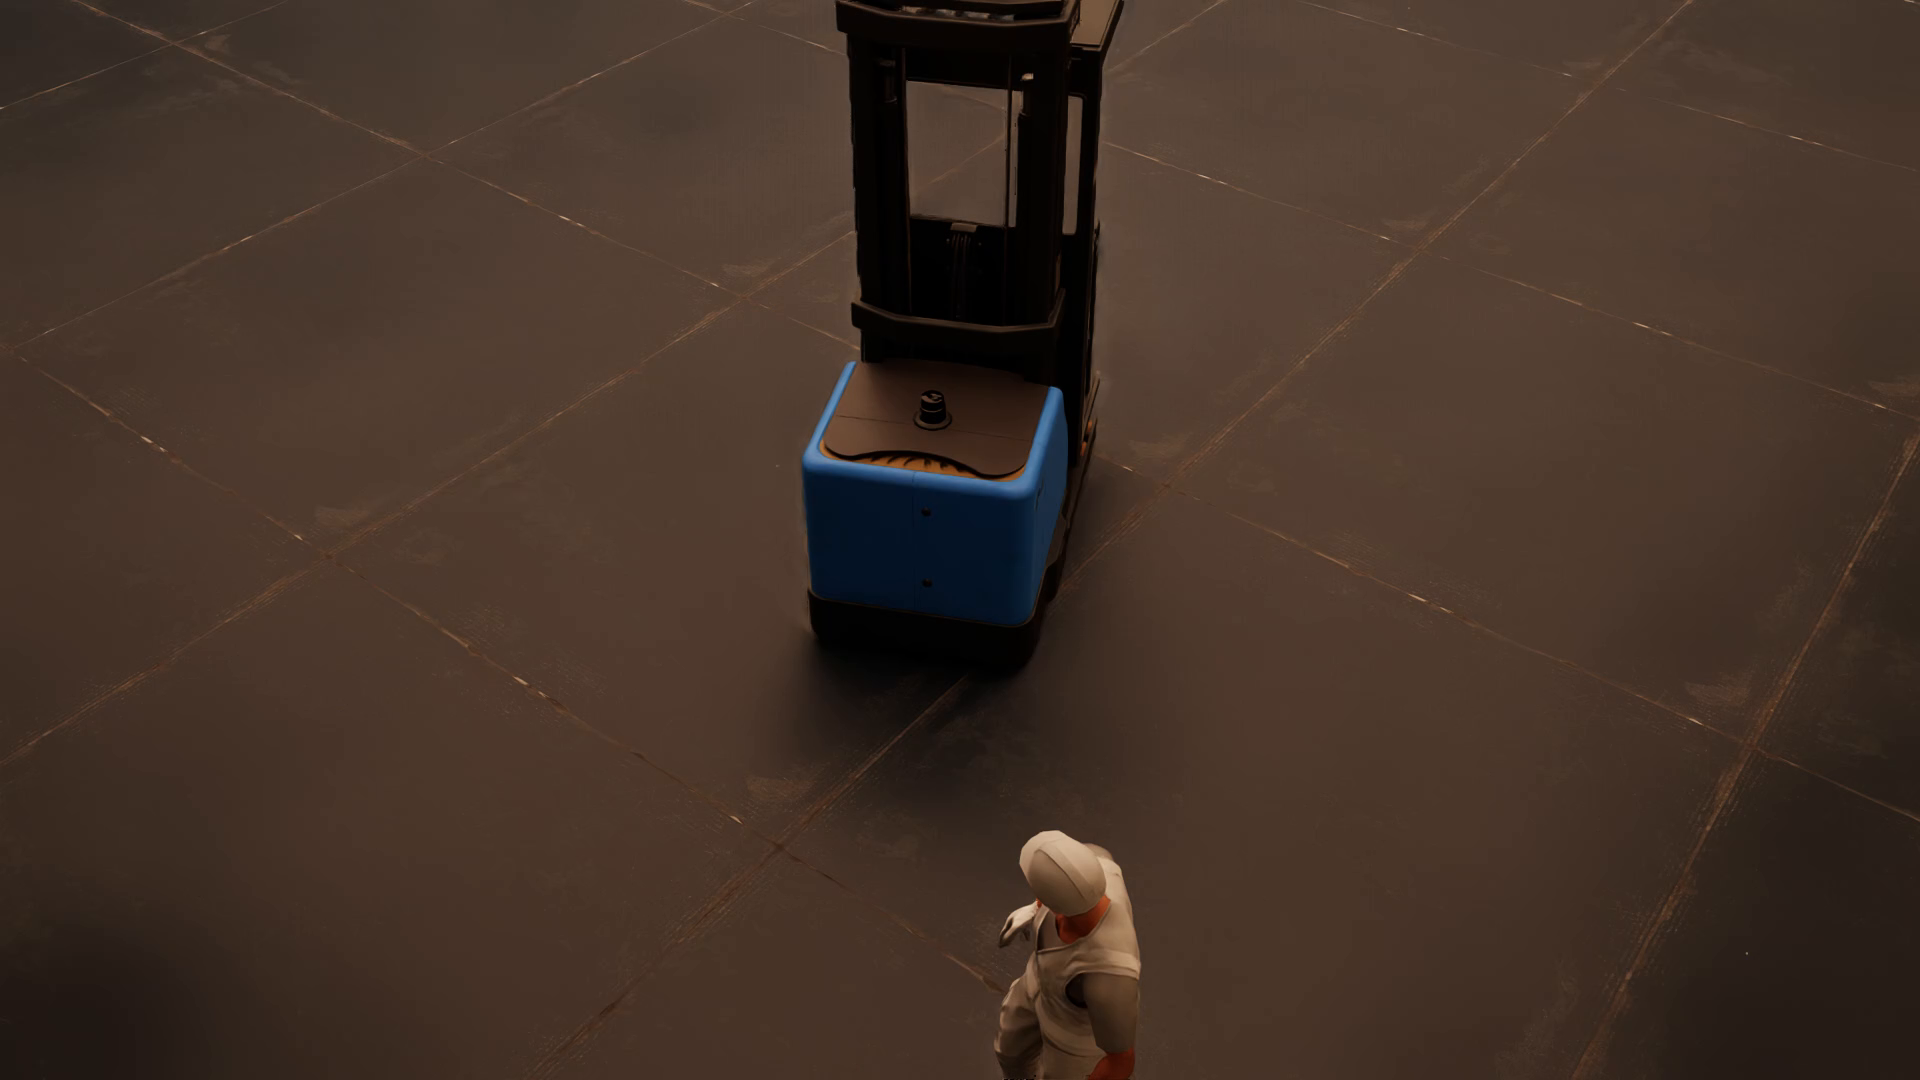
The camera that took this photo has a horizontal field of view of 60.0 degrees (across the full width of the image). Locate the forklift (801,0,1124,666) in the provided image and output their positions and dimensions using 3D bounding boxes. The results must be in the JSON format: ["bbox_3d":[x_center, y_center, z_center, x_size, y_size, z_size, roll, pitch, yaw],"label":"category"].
[{"bbox_3d":[0.116,-1.509,7.844,1.130,2.935,3.031,8,41,9],"label":"forklift"}]

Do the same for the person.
[{"bbox_3d":[0.293,1.513,5.214,0.505,1.748,0.749,-11,42,-13],"label":"person"}]
